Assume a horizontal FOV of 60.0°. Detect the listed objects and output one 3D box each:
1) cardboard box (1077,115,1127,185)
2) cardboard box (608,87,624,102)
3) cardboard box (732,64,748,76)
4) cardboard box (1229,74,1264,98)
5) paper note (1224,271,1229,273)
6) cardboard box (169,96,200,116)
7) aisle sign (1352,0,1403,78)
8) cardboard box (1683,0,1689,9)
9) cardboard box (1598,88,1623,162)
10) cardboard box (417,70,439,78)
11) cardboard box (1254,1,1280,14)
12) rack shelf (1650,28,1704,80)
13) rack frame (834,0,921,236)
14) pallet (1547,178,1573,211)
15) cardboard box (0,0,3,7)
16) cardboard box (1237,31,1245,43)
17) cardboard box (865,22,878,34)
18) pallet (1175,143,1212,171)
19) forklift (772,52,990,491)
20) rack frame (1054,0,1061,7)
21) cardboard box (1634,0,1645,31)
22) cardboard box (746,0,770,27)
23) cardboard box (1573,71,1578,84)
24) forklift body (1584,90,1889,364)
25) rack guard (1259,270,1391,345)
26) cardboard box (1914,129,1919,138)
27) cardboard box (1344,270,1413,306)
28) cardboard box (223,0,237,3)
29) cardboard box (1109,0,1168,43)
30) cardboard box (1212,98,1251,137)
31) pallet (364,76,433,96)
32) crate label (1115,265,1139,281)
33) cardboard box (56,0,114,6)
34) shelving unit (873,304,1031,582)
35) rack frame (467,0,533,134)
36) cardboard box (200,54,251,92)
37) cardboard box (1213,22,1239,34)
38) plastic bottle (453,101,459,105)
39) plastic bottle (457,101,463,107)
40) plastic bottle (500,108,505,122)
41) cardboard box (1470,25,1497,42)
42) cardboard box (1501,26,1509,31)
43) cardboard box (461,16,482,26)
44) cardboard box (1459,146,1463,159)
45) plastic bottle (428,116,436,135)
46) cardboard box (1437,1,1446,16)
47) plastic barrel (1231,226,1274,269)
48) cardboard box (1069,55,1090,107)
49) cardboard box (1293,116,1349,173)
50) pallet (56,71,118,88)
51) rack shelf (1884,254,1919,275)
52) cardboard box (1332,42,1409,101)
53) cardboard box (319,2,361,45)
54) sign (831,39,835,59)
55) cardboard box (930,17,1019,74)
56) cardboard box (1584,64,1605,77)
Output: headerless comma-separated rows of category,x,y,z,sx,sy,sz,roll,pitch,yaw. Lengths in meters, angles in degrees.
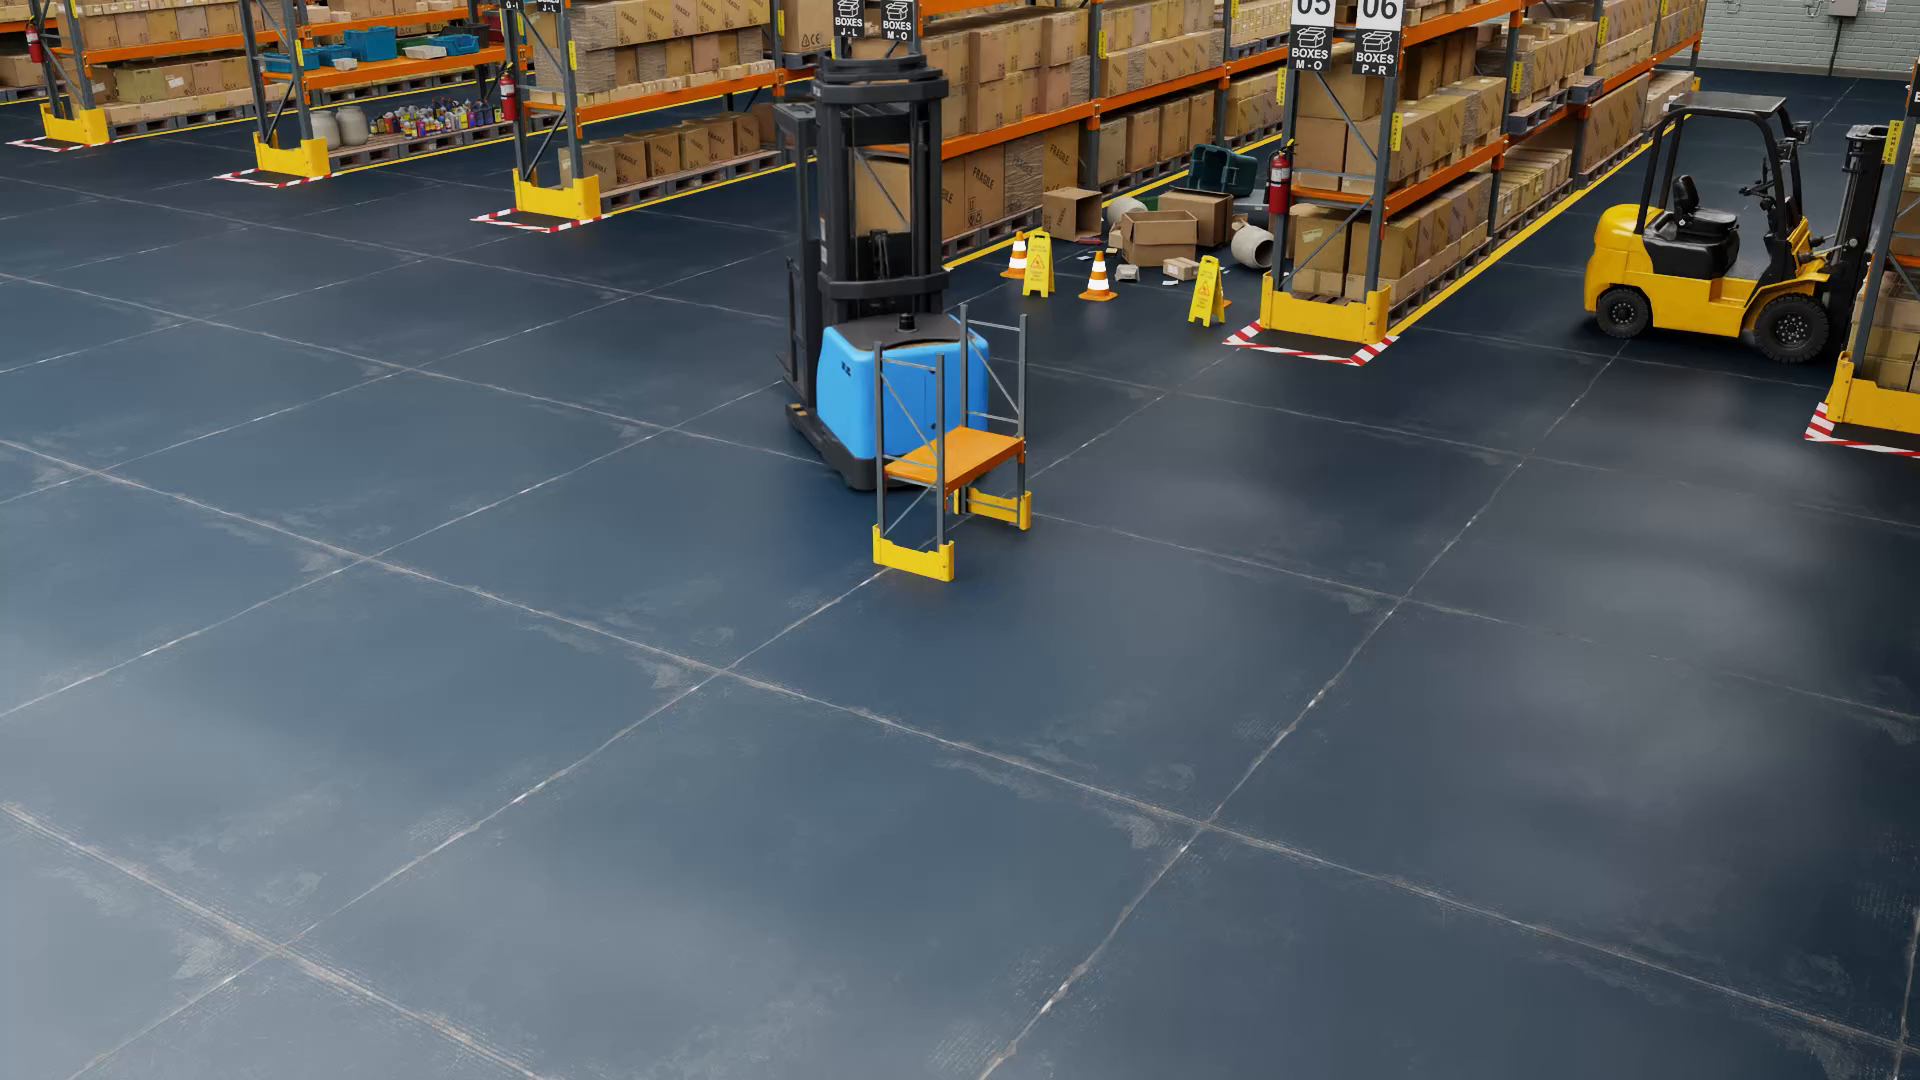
cardboard box,1.506,-5.077,21.505,1.050,0.750,0.750,14,27,29
cardboard box,-4.370,-5.504,20.505,0.380,0.149,0.250,14,27,29
cardboard box,-3.092,-6.358,22.477,0.380,0.149,0.250,14,27,29
cardboard box,4.202,-6.781,24.812,0.500,0.250,0.500,13,27,28
paper note,2.873,-2.889,17.910,0.032,0.001,0.123,14,27,29
cardboard box,-12.433,-6.892,26.328,0.500,0.250,0.500,14,27,29
aisle sign,3.634,-4.442,14.463,0.394,0.787,0.004,14,27,29
cardboard box,11.010,-8.509,25.746,0.500,0.500,0.500,14,27,29
cardboard box,8.533,-5.768,22.945,0.875,0.875,0.875,14,27,30
cardboard box,-9.817,-8.547,30.151,0.500,0.250,0.500,15,27,30
cardboard box,4.600,-8.031,25.065,0.380,0.149,0.250,13,27,28
rack shelf,10.789,-7.730,26.236,1.077,0.370,4.000,14,27,29
rack frame,-0.855,-4.338,17.495,1.000,3.000,0.127,14,27,29
pallet,7.210,-4.492,21.360,1.003,0.211,1.213,14,27,29
cardboard box,-16.586,-9.246,28.052,0.500,0.500,0.500,13,27,27
cardboard box,3.914,-7.315,24.159,0.380,0.149,0.250,15,28,31
cardboard box,-1.446,-7.623,24.725,0.396,0.266,0.258,13,27,27
pallet,2.885,-5.508,23.708,1.003,0.211,1.213,14,27,29
forklift,-0.764,-2.255,12.769,1.130,2.935,3.031,-8,25,-18
rack frame,1.314,-9.462,29.331,1.000,3.000,0.127,14,27,29
cardboard box,9.161,-7.343,23.052,0.500,0.500,0.500,15,27,31
cardboard box,-2.909,-7.193,22.332,0.500,0.500,0.500,14,27,29
cardboard box,7.336,-5.669,20.357,0.380,0.149,0.250,12,26,27
forklift body,7.073,-2.929,15.308,2.313,2.155,1.214,14,27,29
rack guard,3.444,-2.213,15.734,1.175,0.500,0.348,14,27,29
cardboard box,8.089,-3.304,13.791,0.380,0.149,0.250,15,27,30
cardboard box,4.064,-2.480,16.136,0.500,0.250,0.500,14,27,29
cardboard box,-11.819,-8.703,26.635,0.380,0.149,0.250,14,27,29
cardboard box,2.316,-6.876,21.974,0.700,0.500,0.500,14,27,28
cardboard box,3.955,-6.269,24.573,0.500,0.500,0.500,13,26,27
pallet,-10.321,-8.229,29.994,1.003,0.211,1.213,14,27,29
crate label,1.774,-2.833,17.621,0.250,0.136,0.298,1,23,2
cardboard box,-13.144,-8.303,24.895,0.700,0.500,0.500,14,27,29
shelving unit,3.991,-3.379,16.791,0.587,1.800,16.366,14,27,29
rack frame,-7.113,-7.800,25.491,1.000,3.000,0.127,14,27,29
cardboard box,-11.913,-7.576,26.963,0.500,0.500,0.500,14,27,29
cardboard box,3.790,-7.373,23.919,0.380,0.149,0.250,15,28,31
plastic bottle,-7.801,-6.621,25.643,0.152,0.276,0.135,15,28,31
plastic bottle,-7.710,-6.602,25.591,0.061,0.283,0.133,14,27,29
plastic bottle,-7.040,-6.530,25.526,0.097,0.201,0.097,0,23,0
cardboard box,5.918,-5.796,19.018,0.380,0.149,0.250,13,27,27
cardboard box,6.646,-5.949,20.187,0.500,0.500,0.500,14,27,30
cardboard box,-10.828,-11.852,37.471,0.700,0.500,0.500,14,27,30
cardboard box,4.910,-3.974,16.969,0.380,0.149,0.250,13,27,28
plastic bottle,-7.769,-6.095,24.435,0.097,0.271,0.097,0,23,0
cardboard box,4.332,-5.009,15.585,0.380,0.149,0.250,13,27,27
plastic barrel,3.207,-3.167,18.033,0.421,0.421,0.512,-7,24,-17
cardboard box,1.071,-5.630,20.290,0.875,0.550,0.550,14,27,29
cardboard box,3.456,-3.758,15.655,0.500,0.500,0.500,13,27,28
pallet,-15.854,-8.362,30.300,1.003,0.211,1.213,14,27,29
rack shelf,8.678,-2.731,14.441,0.919,0.124,3.809,14,27,29
cardboard box,3.943,-4.557,16.242,0.700,0.500,0.500,14,27,28
cardboard box,-12.921,-10.653,34.259,0.750,0.750,0.750,13,27,28
sign,-1.309,-5.097,17.492,0.100,0.325,0.005,14,27,29
cardboard box,0.165,-5.591,18.842,0.875,0.550,0.500,14,27,29
cardboard box,8.096,-6.079,21.704,0.500,0.250,0.500,13,27,28
